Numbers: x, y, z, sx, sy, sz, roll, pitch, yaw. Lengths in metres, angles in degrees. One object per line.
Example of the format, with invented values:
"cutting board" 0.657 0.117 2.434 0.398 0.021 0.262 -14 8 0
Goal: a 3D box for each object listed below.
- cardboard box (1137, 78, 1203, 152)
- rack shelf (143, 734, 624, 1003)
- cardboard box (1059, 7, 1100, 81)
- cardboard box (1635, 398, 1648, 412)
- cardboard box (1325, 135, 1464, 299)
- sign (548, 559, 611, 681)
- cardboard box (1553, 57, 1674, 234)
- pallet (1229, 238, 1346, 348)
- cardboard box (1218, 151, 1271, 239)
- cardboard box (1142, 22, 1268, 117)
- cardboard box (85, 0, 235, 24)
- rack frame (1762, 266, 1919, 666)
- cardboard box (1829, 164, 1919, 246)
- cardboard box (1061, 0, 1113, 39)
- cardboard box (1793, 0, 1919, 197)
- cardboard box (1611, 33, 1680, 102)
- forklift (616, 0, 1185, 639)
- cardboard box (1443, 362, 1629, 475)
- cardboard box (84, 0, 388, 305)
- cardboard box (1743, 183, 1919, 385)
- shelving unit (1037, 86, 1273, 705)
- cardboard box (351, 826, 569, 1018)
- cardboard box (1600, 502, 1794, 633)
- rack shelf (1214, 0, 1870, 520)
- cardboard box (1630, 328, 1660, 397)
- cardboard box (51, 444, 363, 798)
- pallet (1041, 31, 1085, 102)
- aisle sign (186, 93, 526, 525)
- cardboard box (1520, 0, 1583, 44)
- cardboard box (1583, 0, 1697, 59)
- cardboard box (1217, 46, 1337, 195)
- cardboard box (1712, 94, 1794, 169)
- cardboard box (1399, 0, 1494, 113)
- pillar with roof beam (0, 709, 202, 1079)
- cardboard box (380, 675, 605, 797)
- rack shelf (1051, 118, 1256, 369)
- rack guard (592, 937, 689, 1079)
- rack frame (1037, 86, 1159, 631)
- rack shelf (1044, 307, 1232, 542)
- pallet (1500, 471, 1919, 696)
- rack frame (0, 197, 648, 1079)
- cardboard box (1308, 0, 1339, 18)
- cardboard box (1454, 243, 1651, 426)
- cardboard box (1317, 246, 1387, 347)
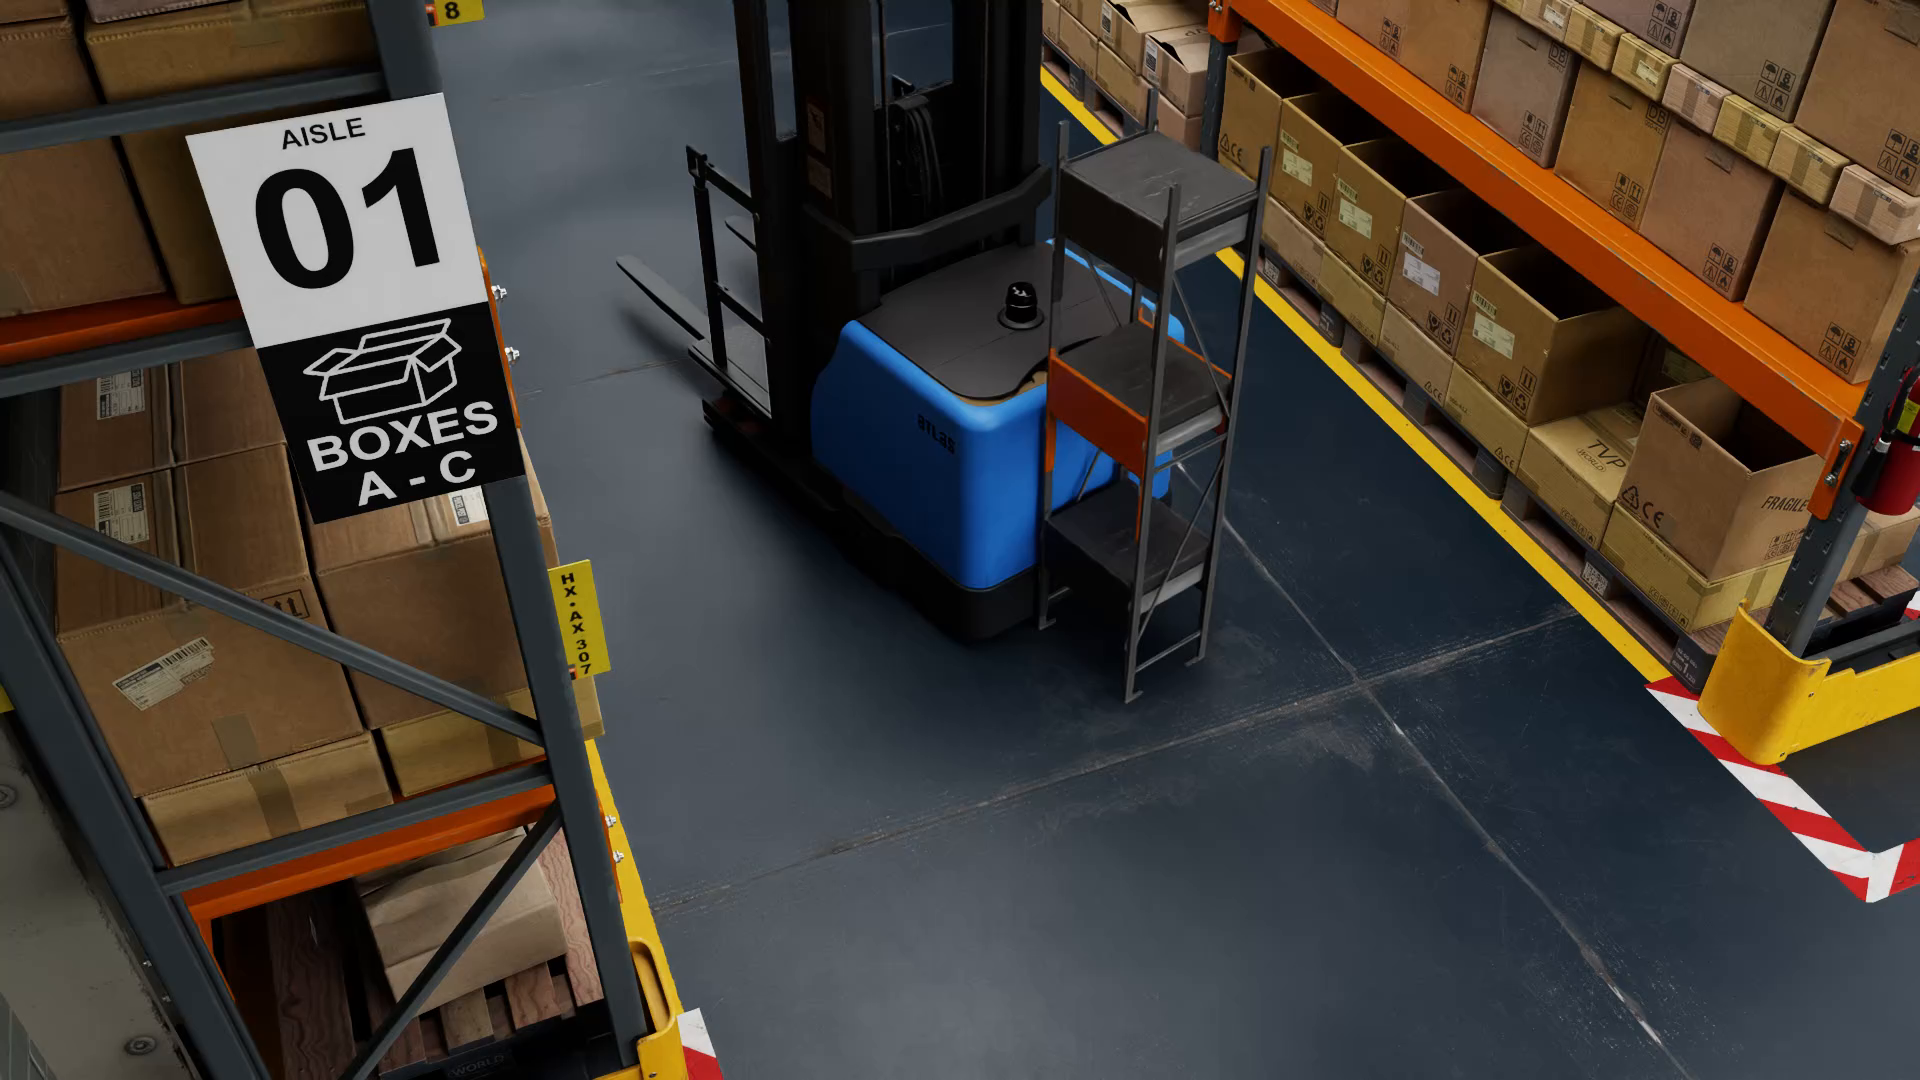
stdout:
"cardboard box" 1.294 -2.301 8.912 0.500 0.250 0.500 -16 43 -17
"rack shelf" -2.090 -0.291 5.340 1.077 0.370 4.000 -15 43 -17
"cardboard box" 0.906 -2.914 9.625 0.500 0.250 0.500 -14 43 -16
"cardboard box" 3.057 -0.393 6.693 0.500 0.250 0.500 -15 43 -17
"cardboard box" 1.991 -1.448 7.345 0.500 0.500 0.500 -15 43 -17
"sign" -0.823 0.177 3.580 0.100 0.325 0.005 -15 43 -17
"cardboard box" 2.694 -1.535 6.158 0.700 0.500 0.500 -15 43 -17
"pallet" 1.986 -1.460 8.286 1.003 0.211 1.213 -15 43 -17
"cardboard box" 1.618 -1.769 8.293 0.500 0.250 0.500 -15 43 -17
"cardboard box" 1.301 -2.509 8.723 0.500 0.311 0.500 -15 43 -17
"cardboard box" -1.247 -1.214 2.701 0.500 0.500 0.500 -18 44 -20
"rack frame" 3.251 -0.597 5.144 1.000 3.000 0.127 -15 43 -17
"cardboard box" 2.929 -1.064 5.112 0.380 0.149 0.250 -16 43 -18
"cardboard box" 0.907 -3.122 9.436 0.500 0.311 0.500 -15 43 -17
"cardboard box" 3.064 -1.443 5.056 0.700 0.500 0.500 -15 43 -17
"cardboard box" 2.534 -1.685 5.835 0.380 0.149 0.250 -14 43 -16
"forklift" -0.464 -1.649 6.419 1.130 2.935 3.031 -27 47 -28
"cardboard box" 2.377 -0.562 6.890 0.500 0.250 0.500 -15 43 -17
"cardboard box" -1.221 -0.806 2.994 0.500 0.500 0.500 -14 43 -16
"cardboard box" 3.084 -0.920 5.442 0.700 0.500 0.500 -15 43 -17
"shelving unit" 0.605 -0.405 5.611 0.431 2.100 0.503 -27 47 -28
"cardboard box" -1.506 1.054 4.948 0.500 0.311 0.500 -20 45 -22
"cardboard box" 2.773 0.037 6.194 0.500 0.250 0.500 -15 43 -17
"rack shelf" 2.486 -1.529 6.780 1.077 0.370 4.000 -15 43 -17
"cardboard box" 2.855 -0.976 6.796 0.500 0.500 0.500 -15 43 -17
"cardboard box" -1.701 0.175 3.771 0.500 0.500 0.500 -16 43 -17
"pallet" 0.932 -3.120 10.216 1.003 0.211 1.213 -15 43 -17
"aisle sign" -1.020 -0.376 2.893 0.394 0.787 0.004 -15 43 -17
"cardboard box" 2.333 -1.998 6.198 0.380 0.149 0.250 -16 43 -17
"cardboard box" 2.664 -2.062 5.776 0.700 0.500 0.500 -15 43 -17
"cardboard box" 1.609 -2.050 8.046 0.500 0.500 0.500 -15 43 -17
"cardboard box" 2.729 -1.375 5.474 0.380 0.149 0.250 -16 43 -17
"cardboard box" 2.292 -2.160 6.884 0.700 0.500 0.500 -14 43 -16
"pillar with roof beam" 1.586 -2.914 3.237 9.100 9.000 0.400 -15 43 -17
"cardboard box" -1.218 0.317 4.181 0.500 0.250 0.500 -16 43 -18
"rack shelf" 0.605 -0.926 5.163 0.431 0.518 0.480 -27 47 -28
"rack guard" -1.353 1.543 4.573 1.175 0.500 0.348 -15 43 -17
"rack frame" 0.455 -0.531 5.757 0.400 2.100 0.015 -27 47 -28
"rack shelf" 0.605 -0.395 5.620 0.431 0.518 0.480 -27 47 -28
"pallet" 2.920 0.010 6.577 1.003 0.211 1.213 -15 43 -17
"rack frame" -1.324 0.641 3.704 1.000 3.000 0.127 -15 43 -17
"cardboard box" 1.896 -2.779 7.604 0.700 0.500 0.500 -16 43 -18
"cardboard box" 2.375 -0.846 6.645 0.500 0.500 0.500 -15 43 -17
"cardboard box" 1.991 -1.164 7.589 0.500 0.250 0.500 -15 43 -17
